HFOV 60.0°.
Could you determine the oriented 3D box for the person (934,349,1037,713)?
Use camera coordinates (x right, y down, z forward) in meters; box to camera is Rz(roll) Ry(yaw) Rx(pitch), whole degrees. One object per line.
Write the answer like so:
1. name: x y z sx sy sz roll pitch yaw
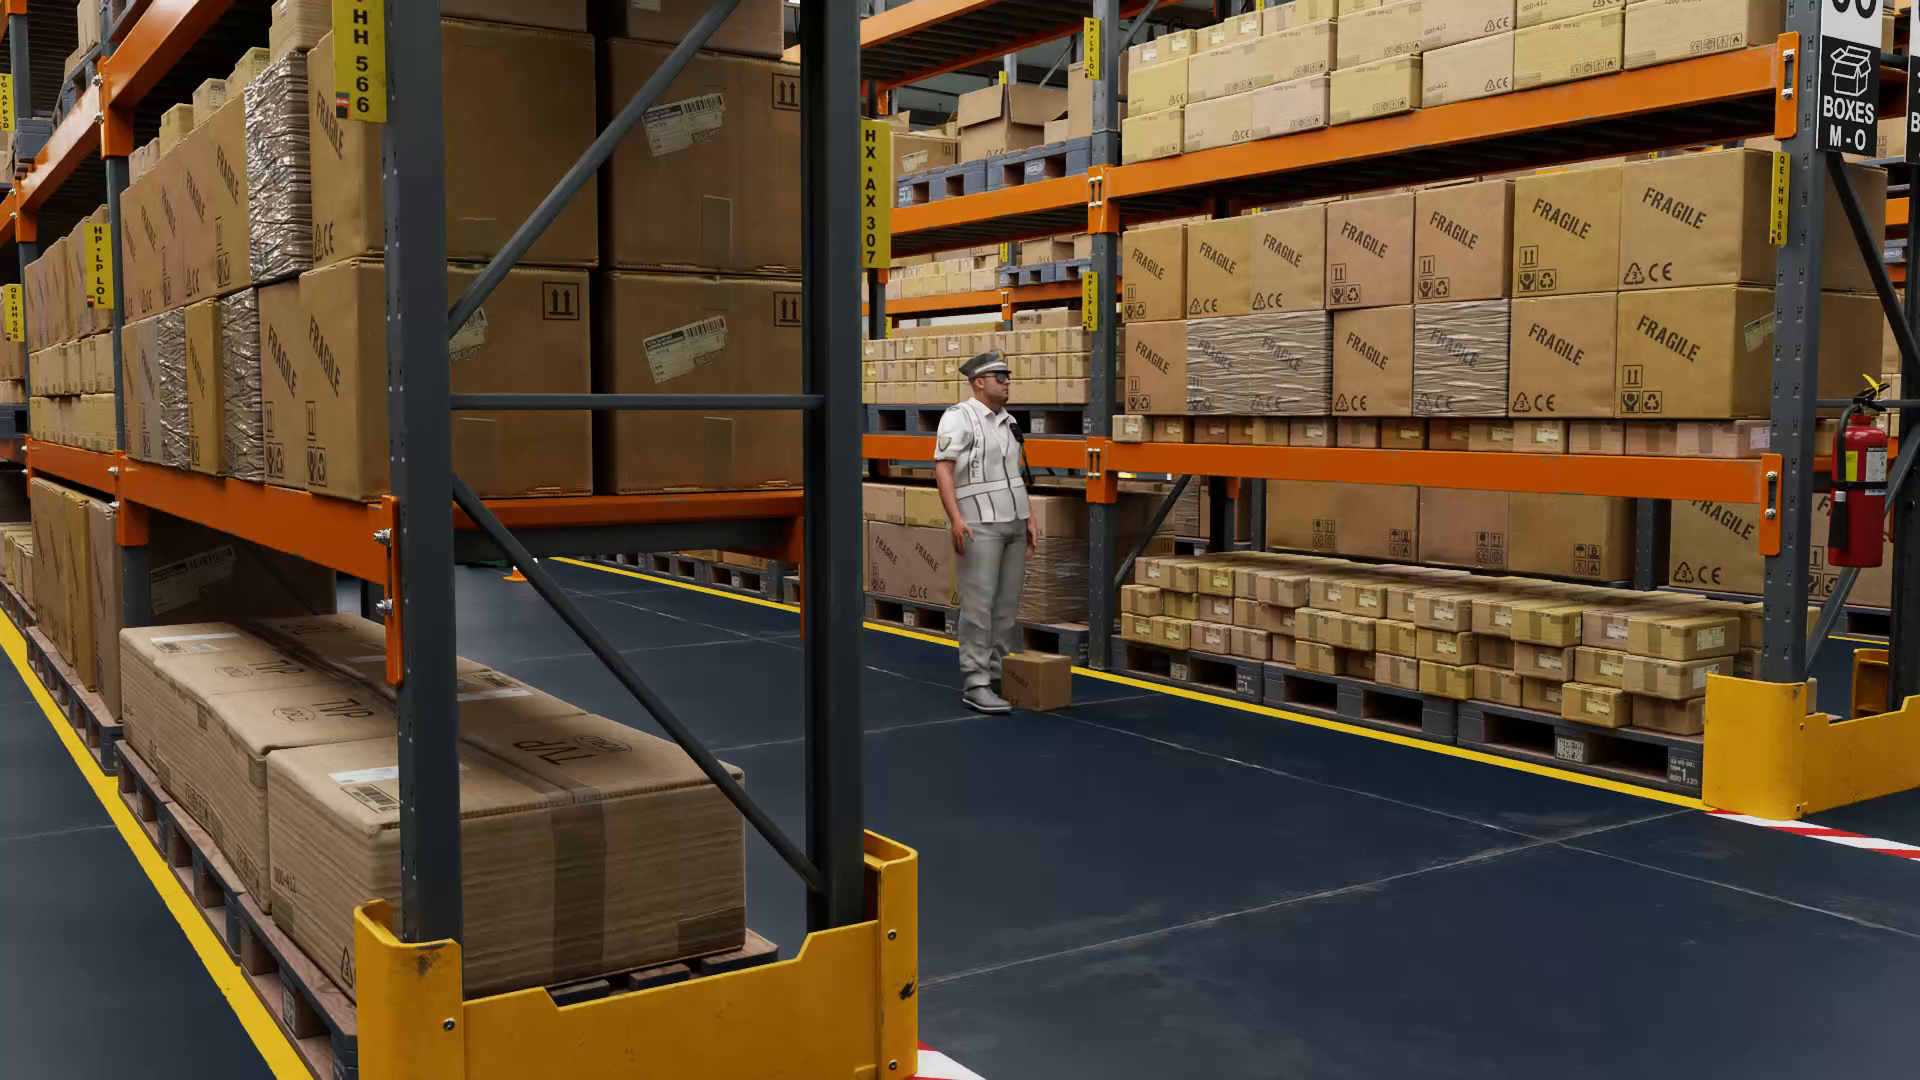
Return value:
1. person: 0.203 -0.071 8.381 0.575 1.779 0.640 4 6 43
